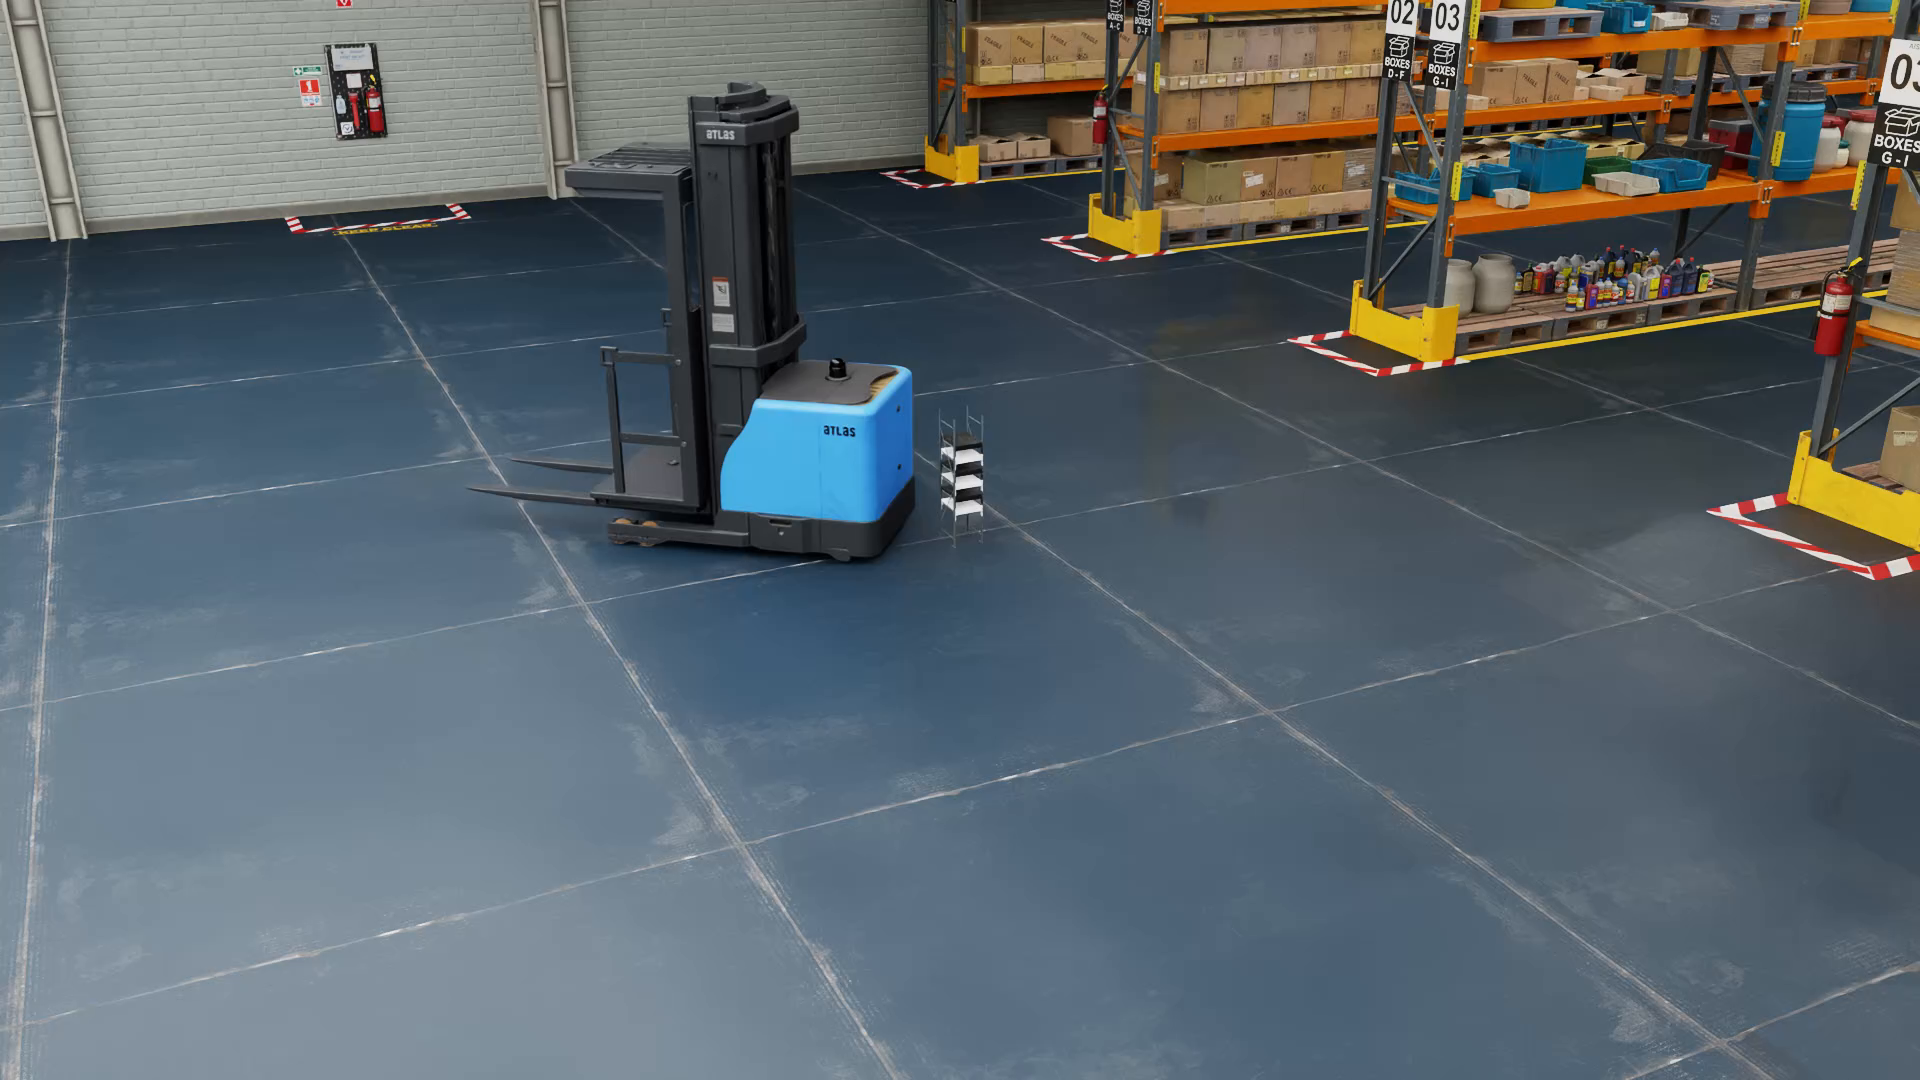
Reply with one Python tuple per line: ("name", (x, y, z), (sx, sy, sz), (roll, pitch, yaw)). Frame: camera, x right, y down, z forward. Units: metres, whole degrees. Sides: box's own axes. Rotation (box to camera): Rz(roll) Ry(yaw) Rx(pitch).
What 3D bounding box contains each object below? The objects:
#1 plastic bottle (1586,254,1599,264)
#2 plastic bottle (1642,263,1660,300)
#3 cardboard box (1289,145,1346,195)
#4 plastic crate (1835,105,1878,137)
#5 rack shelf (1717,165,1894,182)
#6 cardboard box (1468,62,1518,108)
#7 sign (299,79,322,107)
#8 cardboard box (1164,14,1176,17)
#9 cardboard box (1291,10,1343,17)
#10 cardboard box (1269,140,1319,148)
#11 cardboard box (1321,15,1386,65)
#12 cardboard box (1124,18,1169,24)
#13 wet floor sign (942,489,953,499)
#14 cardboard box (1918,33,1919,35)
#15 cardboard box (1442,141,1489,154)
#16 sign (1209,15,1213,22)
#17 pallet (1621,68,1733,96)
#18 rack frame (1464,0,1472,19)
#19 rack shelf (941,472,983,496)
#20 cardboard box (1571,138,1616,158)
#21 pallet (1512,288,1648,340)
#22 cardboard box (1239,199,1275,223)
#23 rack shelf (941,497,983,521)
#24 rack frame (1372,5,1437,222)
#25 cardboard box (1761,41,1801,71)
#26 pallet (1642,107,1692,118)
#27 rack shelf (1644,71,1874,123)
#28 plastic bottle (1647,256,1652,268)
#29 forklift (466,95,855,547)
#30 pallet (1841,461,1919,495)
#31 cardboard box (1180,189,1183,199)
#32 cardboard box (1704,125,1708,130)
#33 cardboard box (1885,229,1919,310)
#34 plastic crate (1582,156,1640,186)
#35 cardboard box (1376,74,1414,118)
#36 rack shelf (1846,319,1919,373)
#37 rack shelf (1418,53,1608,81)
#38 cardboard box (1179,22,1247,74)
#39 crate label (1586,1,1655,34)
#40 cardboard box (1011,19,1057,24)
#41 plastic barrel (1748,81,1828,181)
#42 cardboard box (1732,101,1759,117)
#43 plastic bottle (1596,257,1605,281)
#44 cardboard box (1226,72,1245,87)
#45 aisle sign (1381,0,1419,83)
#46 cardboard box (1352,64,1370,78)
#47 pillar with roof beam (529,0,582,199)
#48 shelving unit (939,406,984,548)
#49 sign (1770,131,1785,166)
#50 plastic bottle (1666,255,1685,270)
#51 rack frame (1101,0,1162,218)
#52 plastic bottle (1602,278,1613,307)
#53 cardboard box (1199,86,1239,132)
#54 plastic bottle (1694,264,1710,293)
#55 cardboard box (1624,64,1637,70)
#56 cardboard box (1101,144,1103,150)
("plastic bottle", (6.467, -2.777, 17.012), (0.133, 0.283, 0.061), (-9, 24, -21))
("plastic bottle", (6.792, -2.551, 16.380), (0.185, 0.351, 0.144), (-11, 25, -24))
("cardboard box", (4.338, -4.526, 20.327), (0.500, 0.500, 0.500), (-10, 25, -24))
("plastic crate", (9.726, -4.394, 17.860), (0.583, 0.464, 0.402), (-10, 25, -24))
("rack shelf", (9.513, -3.986, 17.550), (3.809, 0.052, 0.919), (-10, 25, -24))
("cardboard box", (6.740, -5.827, 21.273), (0.500, 0.500, 0.500), (-9, 24, -20))
("sign", (-8.127, -5.597, 20.802), (0.234, 0.329, 0.001), (-10, 25, -24))
("cardboard box", (2.900, -7.558, 24.777), (0.500, 0.500, 0.500), (-11, 25, -25))
("cardboard box", (5.486, -7.895, 25.695), (0.500, 0.500, 0.700), (-10, 25, -24))
("cardboard box", (4.111, -4.706, 20.763), (0.500, 0.500, 0.500), (-10, 25, -24))
("cardboard box", (4.714, -6.057, 20.133), (0.500, 0.500, 0.700), (-10, 25, -24))
("cardboard box", (2.675, -7.294, 24.140), (0.500, 0.500, 0.500), (-11, 25, -24))
("wet floor sign", (4.961, 1.188, 7.536), (9.326, 0.644, 8.976), (-2, 23, -5))
("cardboard box", (13.786, -7.473, 23.944), (0.500, 0.500, 0.500), (-11, 25, -25))
("cardboard box", (6.723, -5.090, 21.938), (0.500, 0.311, 0.500), (-11, 25, -24))
("sign", (3.656, -7.492, 24.296), (0.005, 0.325, 0.100), (-10, 25, -24))
("pallet", (9.751, -6.283, 22.757), (1.003, 0.211, 1.213), (-10, 25, -24))
("rack frame", (4.107, -5.972, 13.912), (0.127, 3.000, 1.000), (-10, 25, -24))
("rack shelf", (0.007, -0.386, 11.094), (0.200, 0.077, 0.258), (-10, 25, -24))
("cardboard box", (8.340, -5.157, 22.100), (0.500, 0.311, 0.500), (-11, 25, -24))
("pallet", (5.987, -2.274, 16.468), (1.213, 0.211, 1.003), (-10, 25, -24))
("cardboard box", (3.441, -4.011, 20.063), (0.500, 0.250, 0.500), (-10, 25, -24))
("rack shelf", (0.007, -0.220, 11.163), (0.200, 0.077, 0.258), (-10, 25, -24))
("rack frame", (5.566, -5.571, 20.787), (0.127, 3.000, 1.000), (-10, 25, -24))
("cardboard box", (11.209, -6.824, 23.134), (0.500, 0.500, 0.700), (-18, 29, -37))
("pallet", (12.443, -7.619, 29.381), (1.213, 0.211, 1.003), (-10, 25, -24))
("rack shelf", (10.972, -6.234, 23.329), (4.000, 0.370, 1.077), (-10, 25, -24))
("plastic bottle", (7.142, -2.855, 17.309), (0.097, 0.201, 0.097), (0, 22, 0))
("forklift", (-1.931, -1.475, 11.063), (2.937, 2.867, 1.118), (5, 23, 13))
("pallet", (7.071, -0.340, 11.795), (1.213, 0.211, 1.003), (-10, 25, -24))
("cardboard box", (2.762, -4.109, 20.301), (0.500, 0.250, 0.500), (-10, 25, -24))
("cardboard box", (10.378, -5.605, 23.561), (0.500, 0.500, 0.500), (-11, 25, -26))
("cardboard box", (6.762, -1.759, 11.057), (0.500, 0.500, 0.875), (-10, 25, -24))
("plastic crate", (6.365, -3.638, 16.393), (0.662, 0.188, 0.450), (-10, 25, -24))
("cardboard box", (5.169, -5.542, 20.585), (0.500, 0.500, 0.700), (-11, 25, -25))
("rack shelf", (8.057, -1.493, 11.874), (4.000, 0.370, 1.077), (-10, 25, -24))
("rack shelf", (8.821, -7.941, 27.452), (4.000, 0.370, 1.077), (-10, 25, -24))
("cardboard box", (2.907, -5.724, 19.330), (0.500, 0.500, 0.700), (-11, 25, -25))
("crate label", (5.937, -4.714, 14.989), (0.408, 0.251, 0.502), (-10, 25, -24))
("cardboard box", (1.064, -7.220, 23.959), (0.500, 0.500, 0.500), (-11, 25, -25))
("plastic barrel", (8.190, -4.055, 16.469), (0.708, 0.901, 0.600), (-10, 25, -24))
("cardboard box", (11.332, -6.131, 23.852), (0.500, 0.250, 0.500), (-10, 25, -24))
("plastic bottle", (6.517, -2.747, 16.956), (0.097, 0.271, 0.097), (0, 22, 0))
("cardboard box", (3.099, -5.371, 19.325), (0.250, 0.149, 0.380), (-11, 25, -24))
("aisle sign", (3.913, -4.492, 14.780), (0.004, 0.787, 0.394), (-10, 25, -24))
("cardboard box", (4.719, -5.670, 20.046), (0.250, 0.149, 0.380), (-10, 25, -24))
("pillar with roof beam", (-3.474, -7.322, 17.172), (0.400, 9.000, 9.100), (-10, 25, -24))
("shelving unit", (0.007, -0.417, 11.081), (0.210, 0.900, 0.258), (-10, 25, -24))
("sign", (7.940, -3.800, 16.146), (0.005, 0.325, 0.100), (-10, 25, -24))
("plastic bottle", (7.193, -2.686, 16.706), (0.185, 0.351, 0.144), (-10, 25, -24))
("rack frame", (1.962, -4.908, 19.184), (0.127, 3.000, 1.000), (-10, 25, -24))
("plastic bottle", (6.274, -2.410, 16.141), (0.097, 0.271, 0.097), (0, 22, 0))
("cardboard box", (2.859, -5.116, 19.556), (0.500, 0.500, 0.700), (-10, 24, -22))
("plastic bottle", (7.420, -2.618, 16.630), (0.133, 0.283, 0.061), (-9, 24, -21))
("cardboard box", (11.835, -8.209, 29.030), (0.250, 0.149, 0.380), (-11, 25, -25))
("cardboard box", (1.964, -5.905, 24.747), (0.250, 0.149, 0.380), (-13, 26, -28))
